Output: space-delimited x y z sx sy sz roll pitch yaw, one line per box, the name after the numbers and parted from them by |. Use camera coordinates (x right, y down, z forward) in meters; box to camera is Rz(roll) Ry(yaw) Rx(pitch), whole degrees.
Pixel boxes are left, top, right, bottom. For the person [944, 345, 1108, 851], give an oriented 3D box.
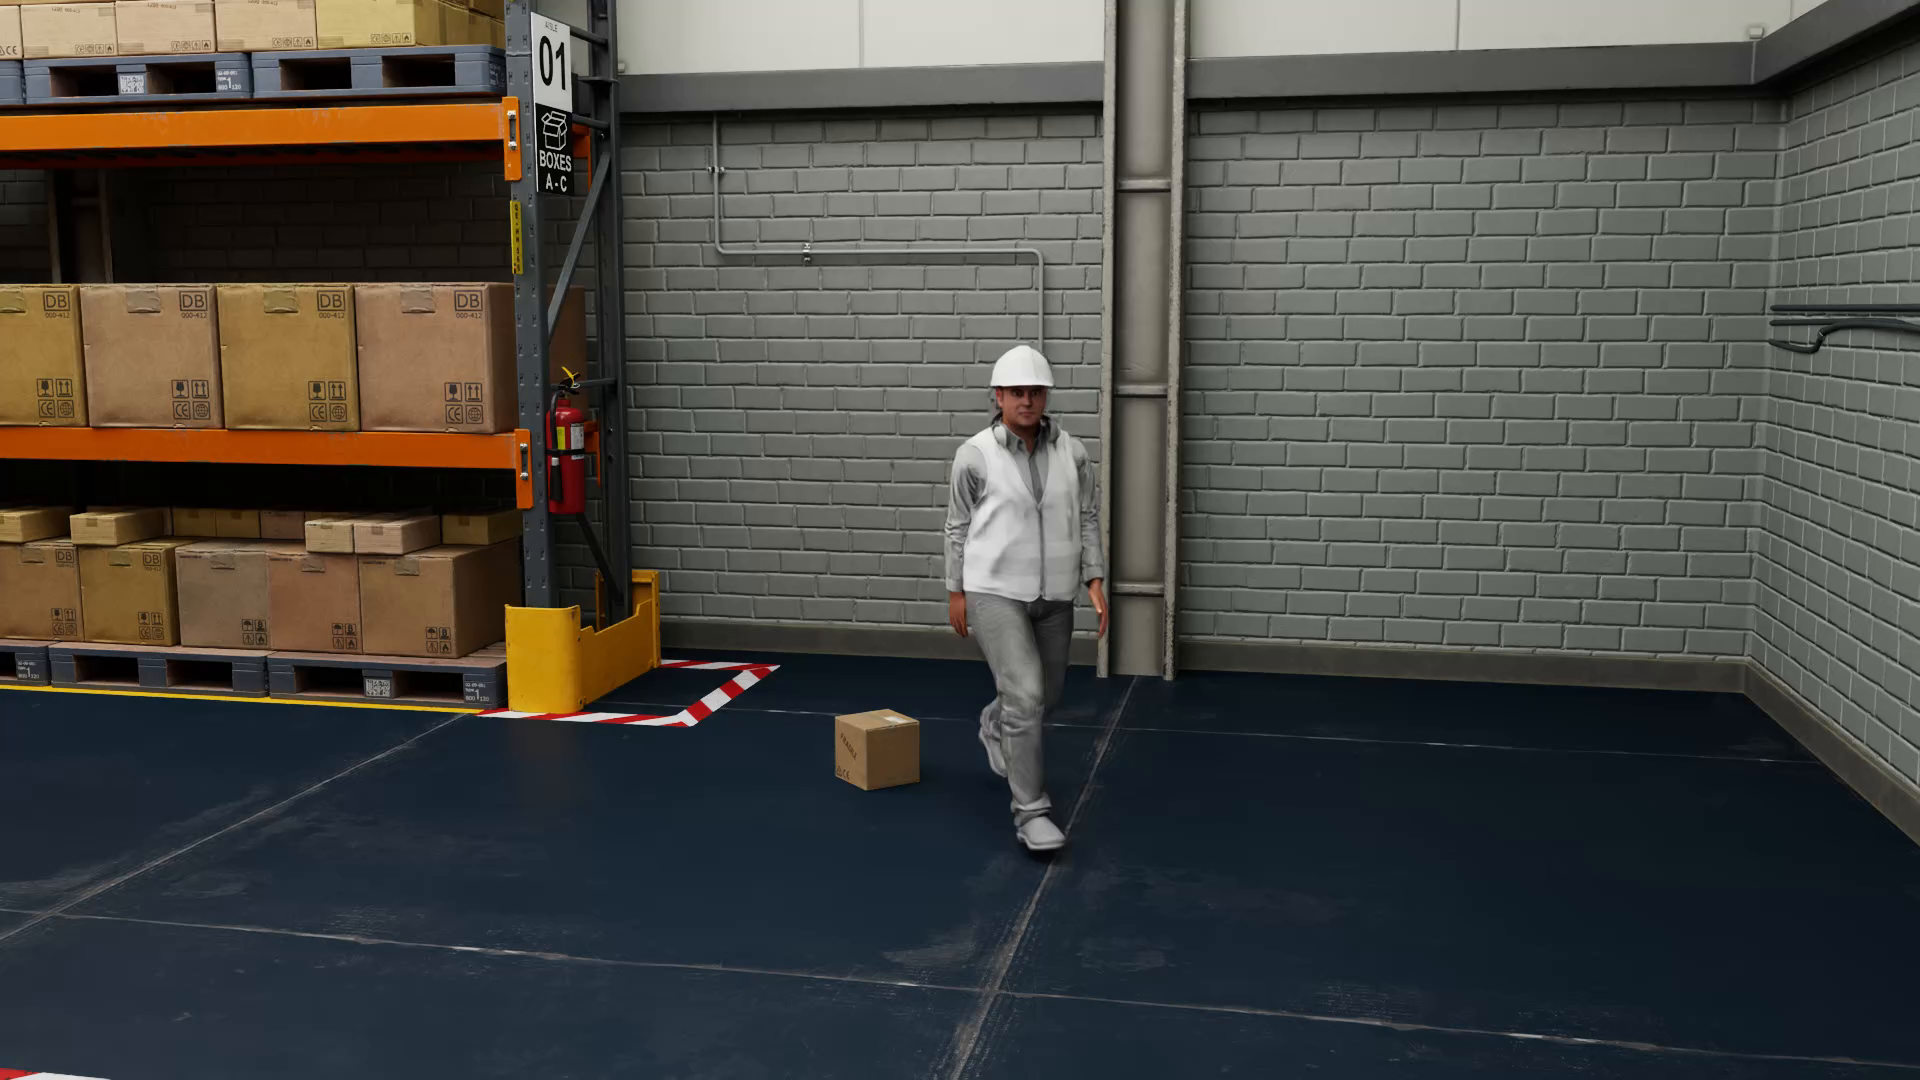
0.214 0.166 6.007 0.542 1.730 1.012 -3 9 -24 | person
